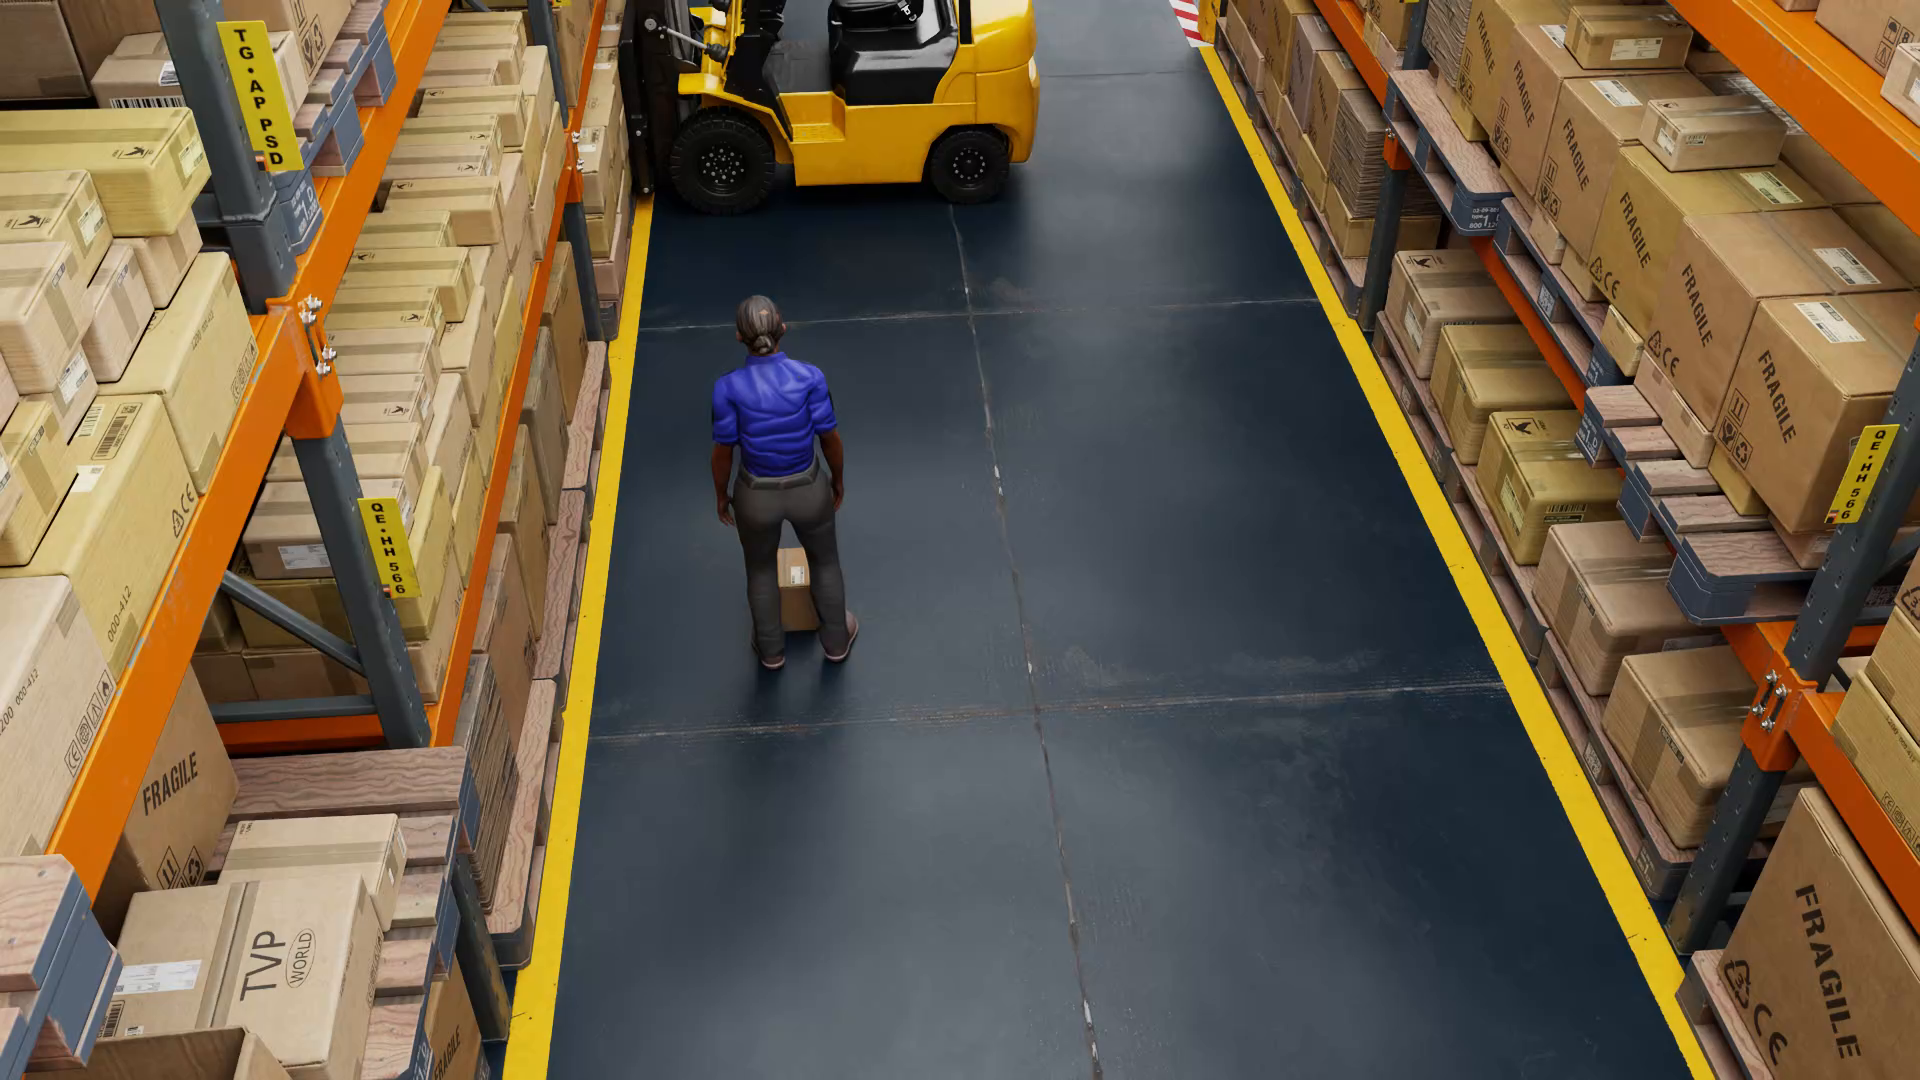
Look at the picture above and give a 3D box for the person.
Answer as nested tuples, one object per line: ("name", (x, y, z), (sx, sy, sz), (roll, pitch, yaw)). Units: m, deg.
("person", (-0.673, -0.189, 6.389), (0.530, 1.655, 0.347), (-6, 40, -8))
